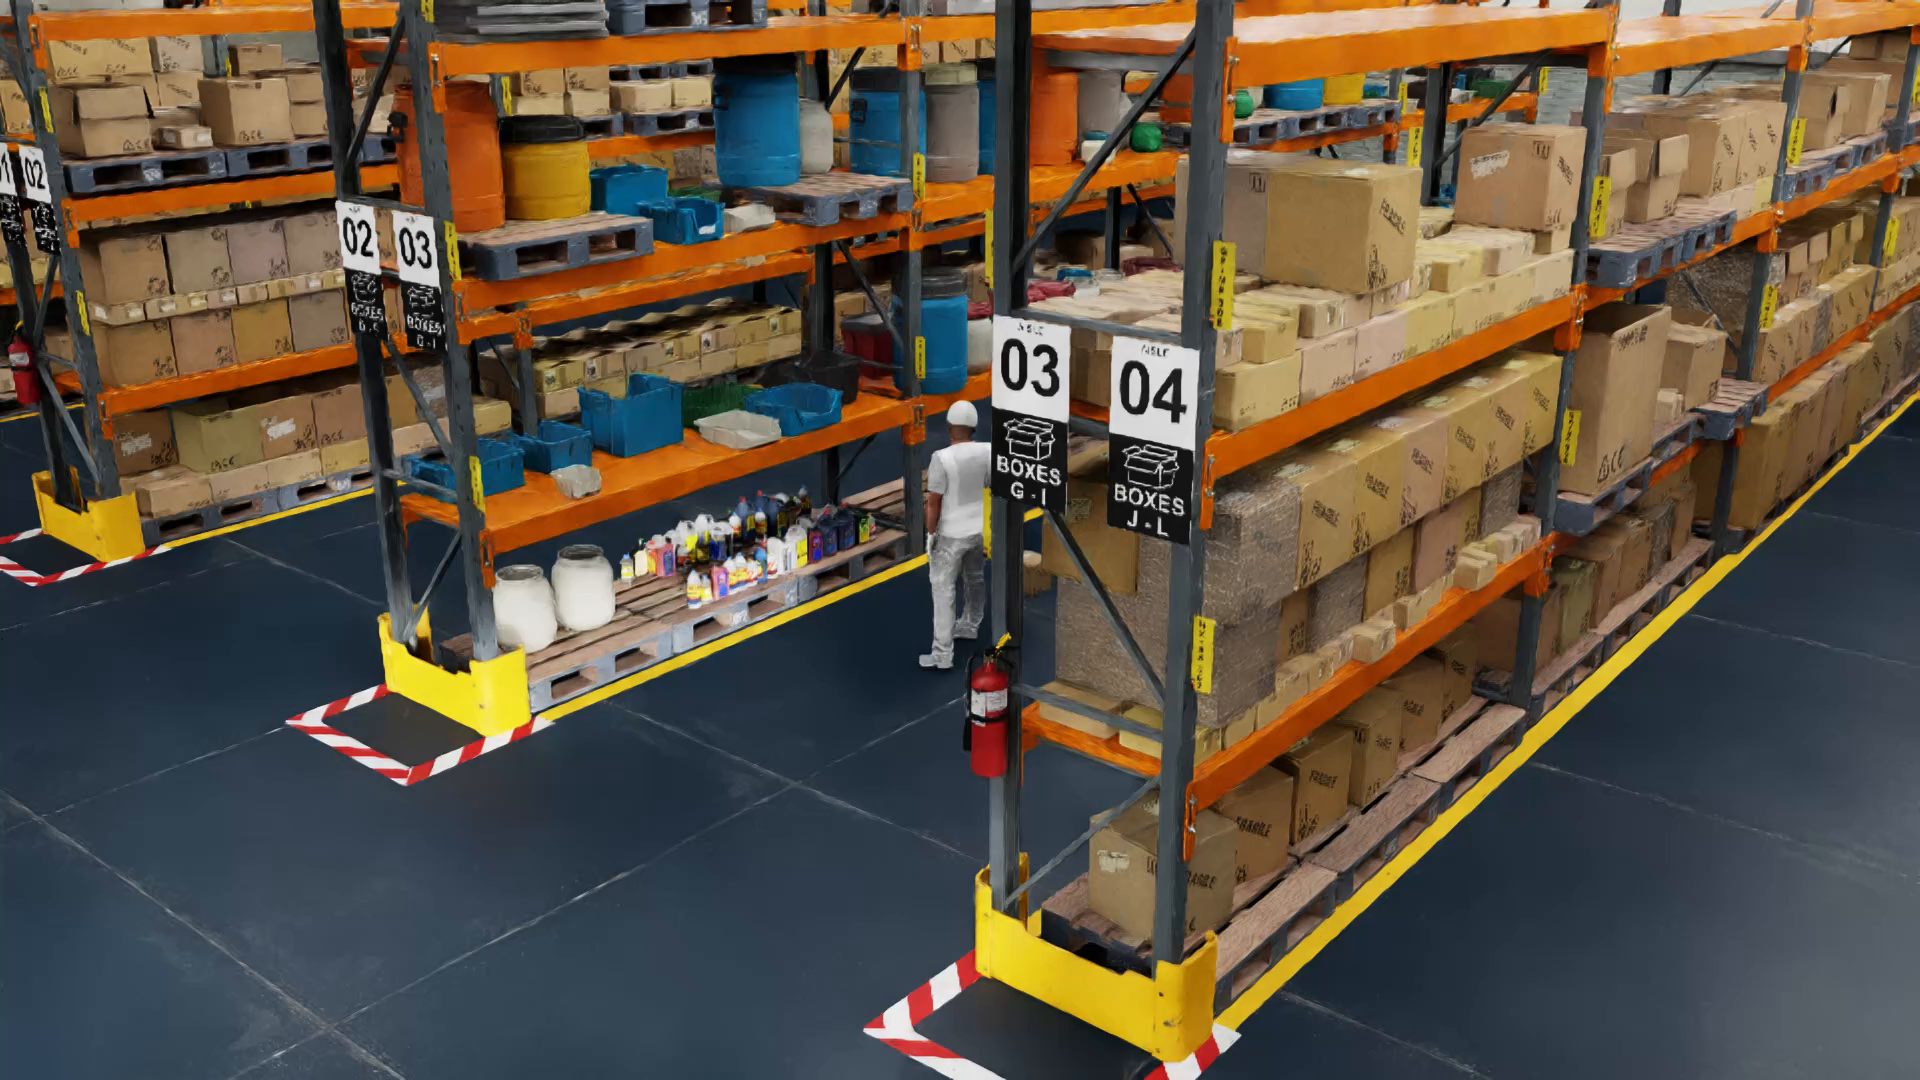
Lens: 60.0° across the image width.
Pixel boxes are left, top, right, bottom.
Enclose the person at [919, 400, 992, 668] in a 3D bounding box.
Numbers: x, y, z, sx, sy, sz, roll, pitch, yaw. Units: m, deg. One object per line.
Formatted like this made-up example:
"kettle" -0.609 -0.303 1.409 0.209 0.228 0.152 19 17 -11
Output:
"person" -0.044 -0.059 11.206 0.660 1.779 0.568 -15 25 -36
